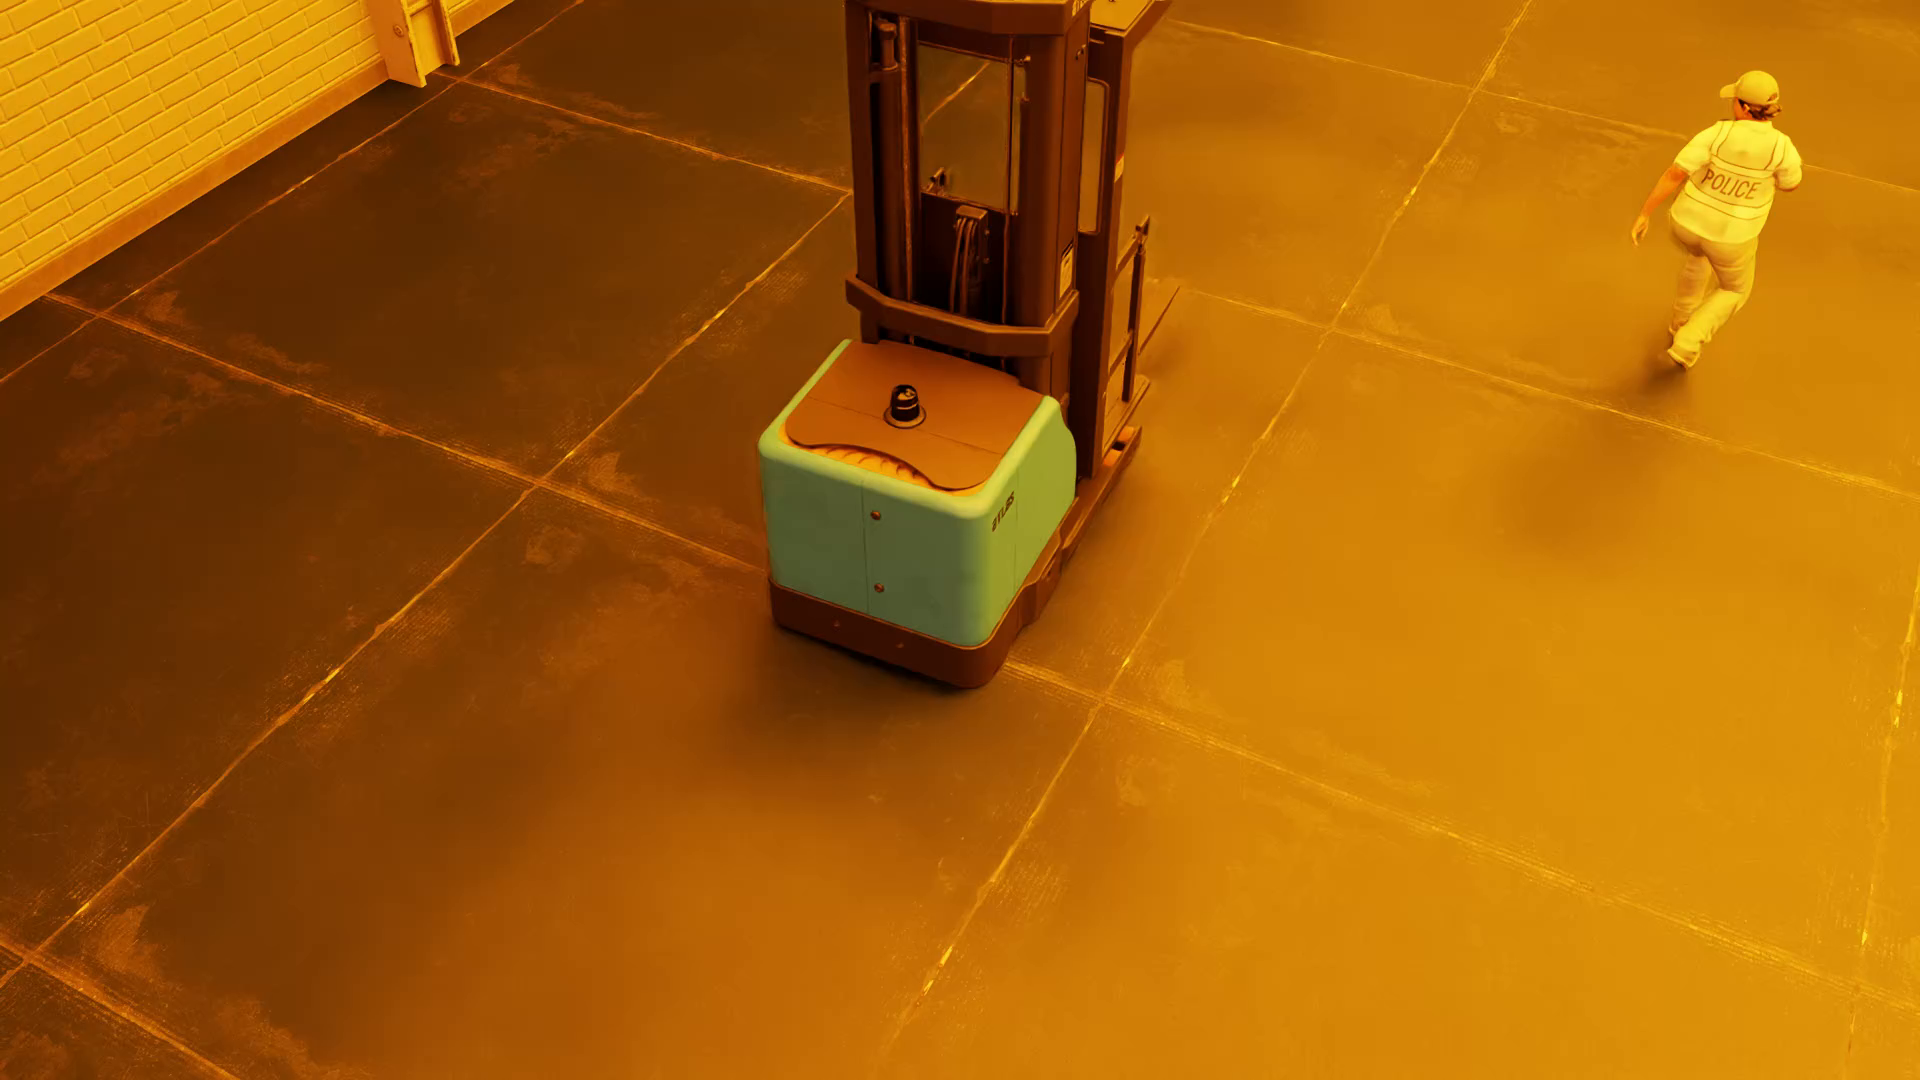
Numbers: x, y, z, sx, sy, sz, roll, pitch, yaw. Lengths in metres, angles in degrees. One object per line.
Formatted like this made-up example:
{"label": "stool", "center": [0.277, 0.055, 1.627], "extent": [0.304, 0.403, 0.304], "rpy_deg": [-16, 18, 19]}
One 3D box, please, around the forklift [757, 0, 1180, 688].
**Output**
{"label": "forklift", "center": [0.244, -1.459, 7.203], "extent": [1.130, 2.935, 3.031], "rpy_deg": [18, 46, 18]}

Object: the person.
{"label": "person", "center": [3.802, -1.609, 8.356], "extent": [0.734, 1.589, 0.553], "rpy_deg": [-32, 52, -30]}
